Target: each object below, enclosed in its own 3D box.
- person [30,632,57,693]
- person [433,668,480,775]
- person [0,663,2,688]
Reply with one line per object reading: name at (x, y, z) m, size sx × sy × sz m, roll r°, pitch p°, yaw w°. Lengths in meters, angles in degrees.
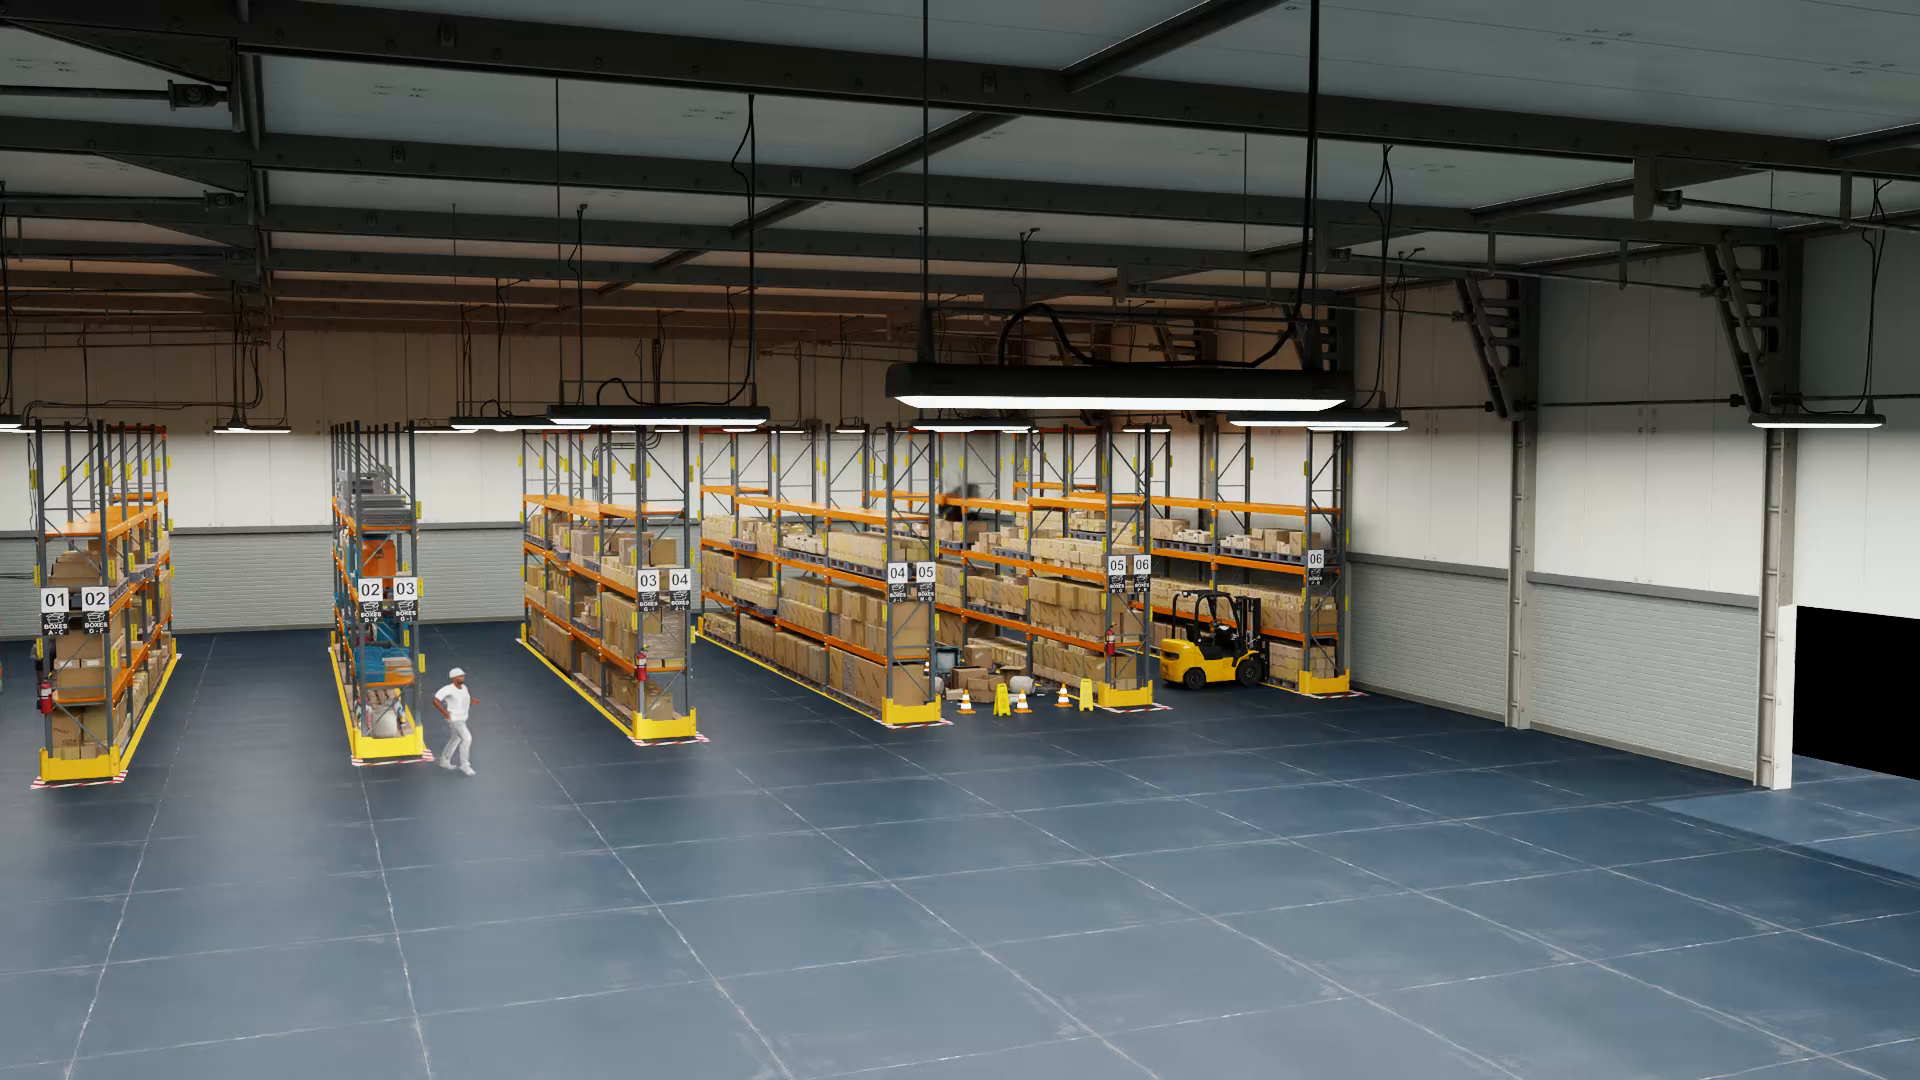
person at (-18.860, 2.727, 34.379) m, size 0.640 × 1.736 × 0.669 m, roll -2°, pitch 4°, yaw -27°
person at (-8.519, 3.074, 28.180) m, size 0.737 × 1.817 × 0.687 m, roll 1°, pitch 4°, yaw 9°
person at (-18.454, 2.871, 31.416) m, size 0.633 × 1.840 × 0.795 m, roll -2°, pitch 4°, yaw -28°
